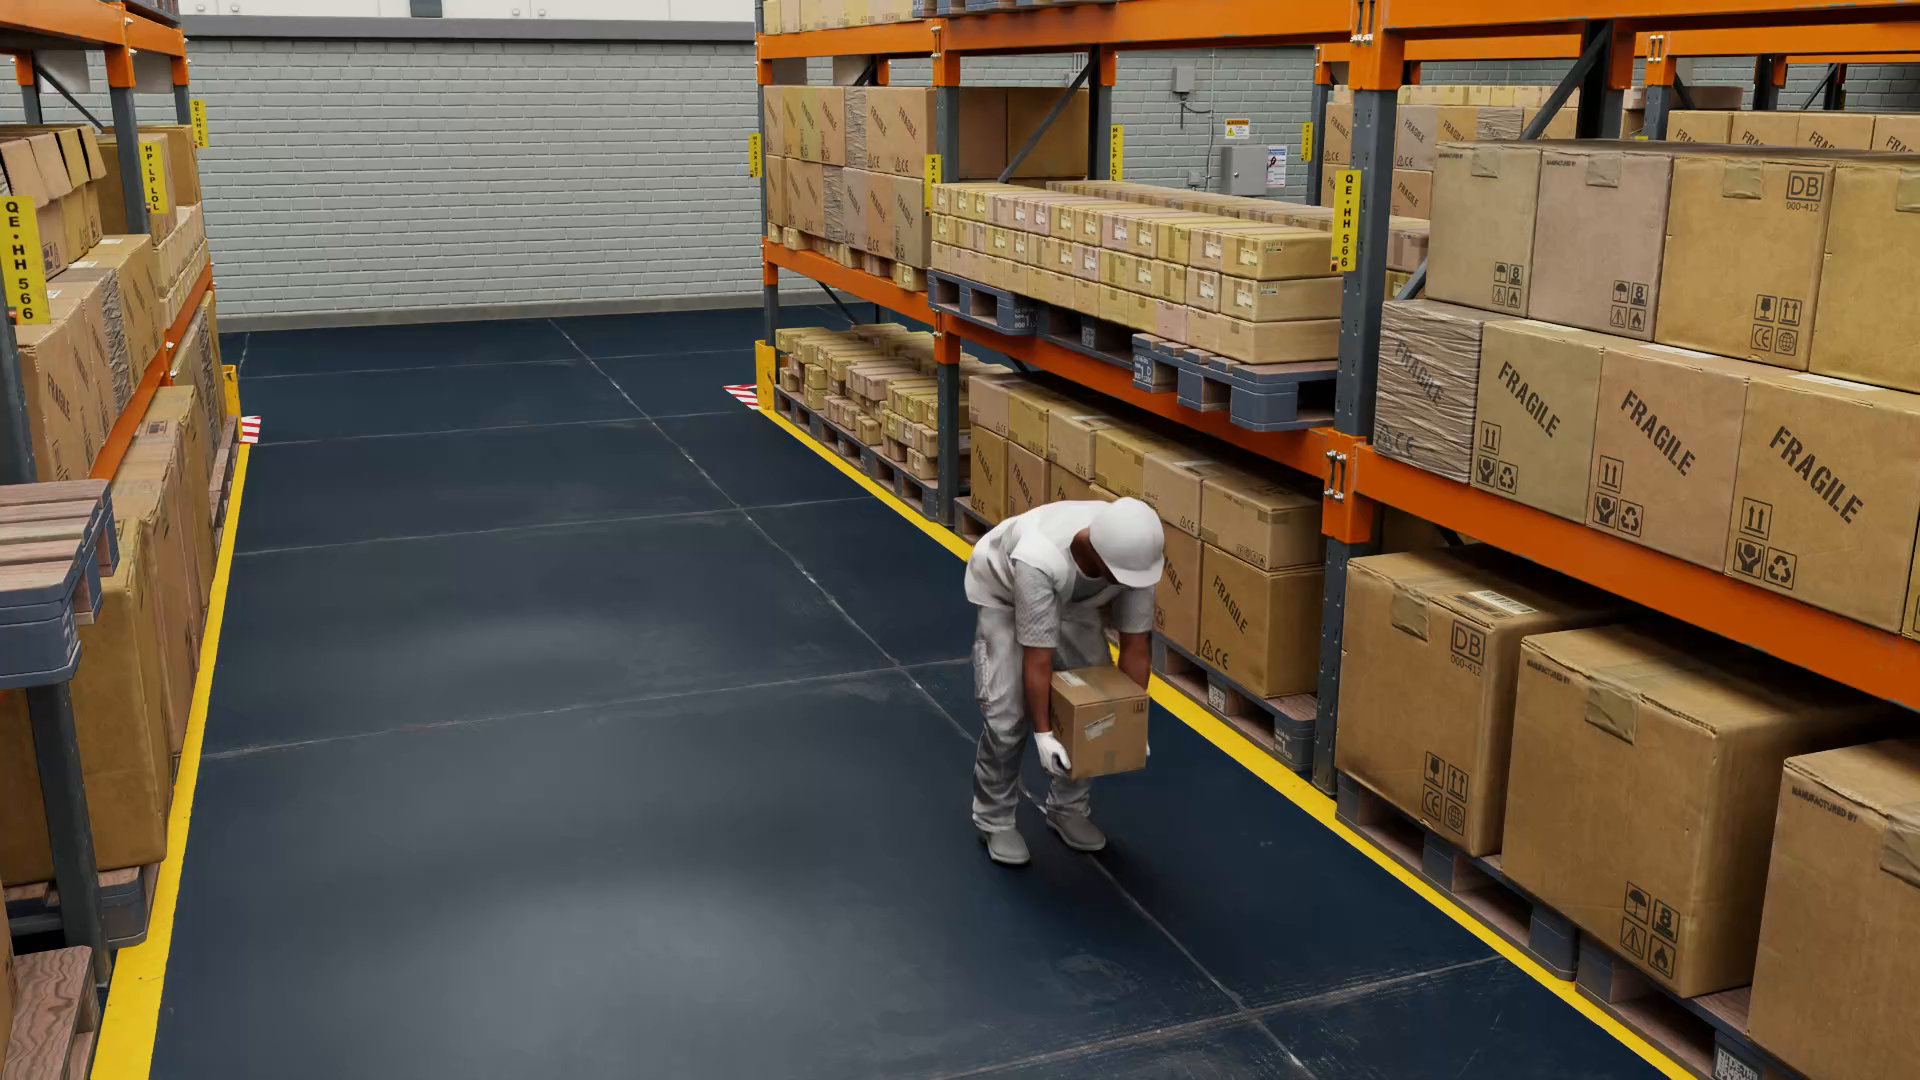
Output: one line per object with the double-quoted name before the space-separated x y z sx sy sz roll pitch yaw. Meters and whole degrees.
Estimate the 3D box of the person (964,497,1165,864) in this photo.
"person" 0.348 0.433 5.275 0.503 1.325 0.927 -6 17 -22
